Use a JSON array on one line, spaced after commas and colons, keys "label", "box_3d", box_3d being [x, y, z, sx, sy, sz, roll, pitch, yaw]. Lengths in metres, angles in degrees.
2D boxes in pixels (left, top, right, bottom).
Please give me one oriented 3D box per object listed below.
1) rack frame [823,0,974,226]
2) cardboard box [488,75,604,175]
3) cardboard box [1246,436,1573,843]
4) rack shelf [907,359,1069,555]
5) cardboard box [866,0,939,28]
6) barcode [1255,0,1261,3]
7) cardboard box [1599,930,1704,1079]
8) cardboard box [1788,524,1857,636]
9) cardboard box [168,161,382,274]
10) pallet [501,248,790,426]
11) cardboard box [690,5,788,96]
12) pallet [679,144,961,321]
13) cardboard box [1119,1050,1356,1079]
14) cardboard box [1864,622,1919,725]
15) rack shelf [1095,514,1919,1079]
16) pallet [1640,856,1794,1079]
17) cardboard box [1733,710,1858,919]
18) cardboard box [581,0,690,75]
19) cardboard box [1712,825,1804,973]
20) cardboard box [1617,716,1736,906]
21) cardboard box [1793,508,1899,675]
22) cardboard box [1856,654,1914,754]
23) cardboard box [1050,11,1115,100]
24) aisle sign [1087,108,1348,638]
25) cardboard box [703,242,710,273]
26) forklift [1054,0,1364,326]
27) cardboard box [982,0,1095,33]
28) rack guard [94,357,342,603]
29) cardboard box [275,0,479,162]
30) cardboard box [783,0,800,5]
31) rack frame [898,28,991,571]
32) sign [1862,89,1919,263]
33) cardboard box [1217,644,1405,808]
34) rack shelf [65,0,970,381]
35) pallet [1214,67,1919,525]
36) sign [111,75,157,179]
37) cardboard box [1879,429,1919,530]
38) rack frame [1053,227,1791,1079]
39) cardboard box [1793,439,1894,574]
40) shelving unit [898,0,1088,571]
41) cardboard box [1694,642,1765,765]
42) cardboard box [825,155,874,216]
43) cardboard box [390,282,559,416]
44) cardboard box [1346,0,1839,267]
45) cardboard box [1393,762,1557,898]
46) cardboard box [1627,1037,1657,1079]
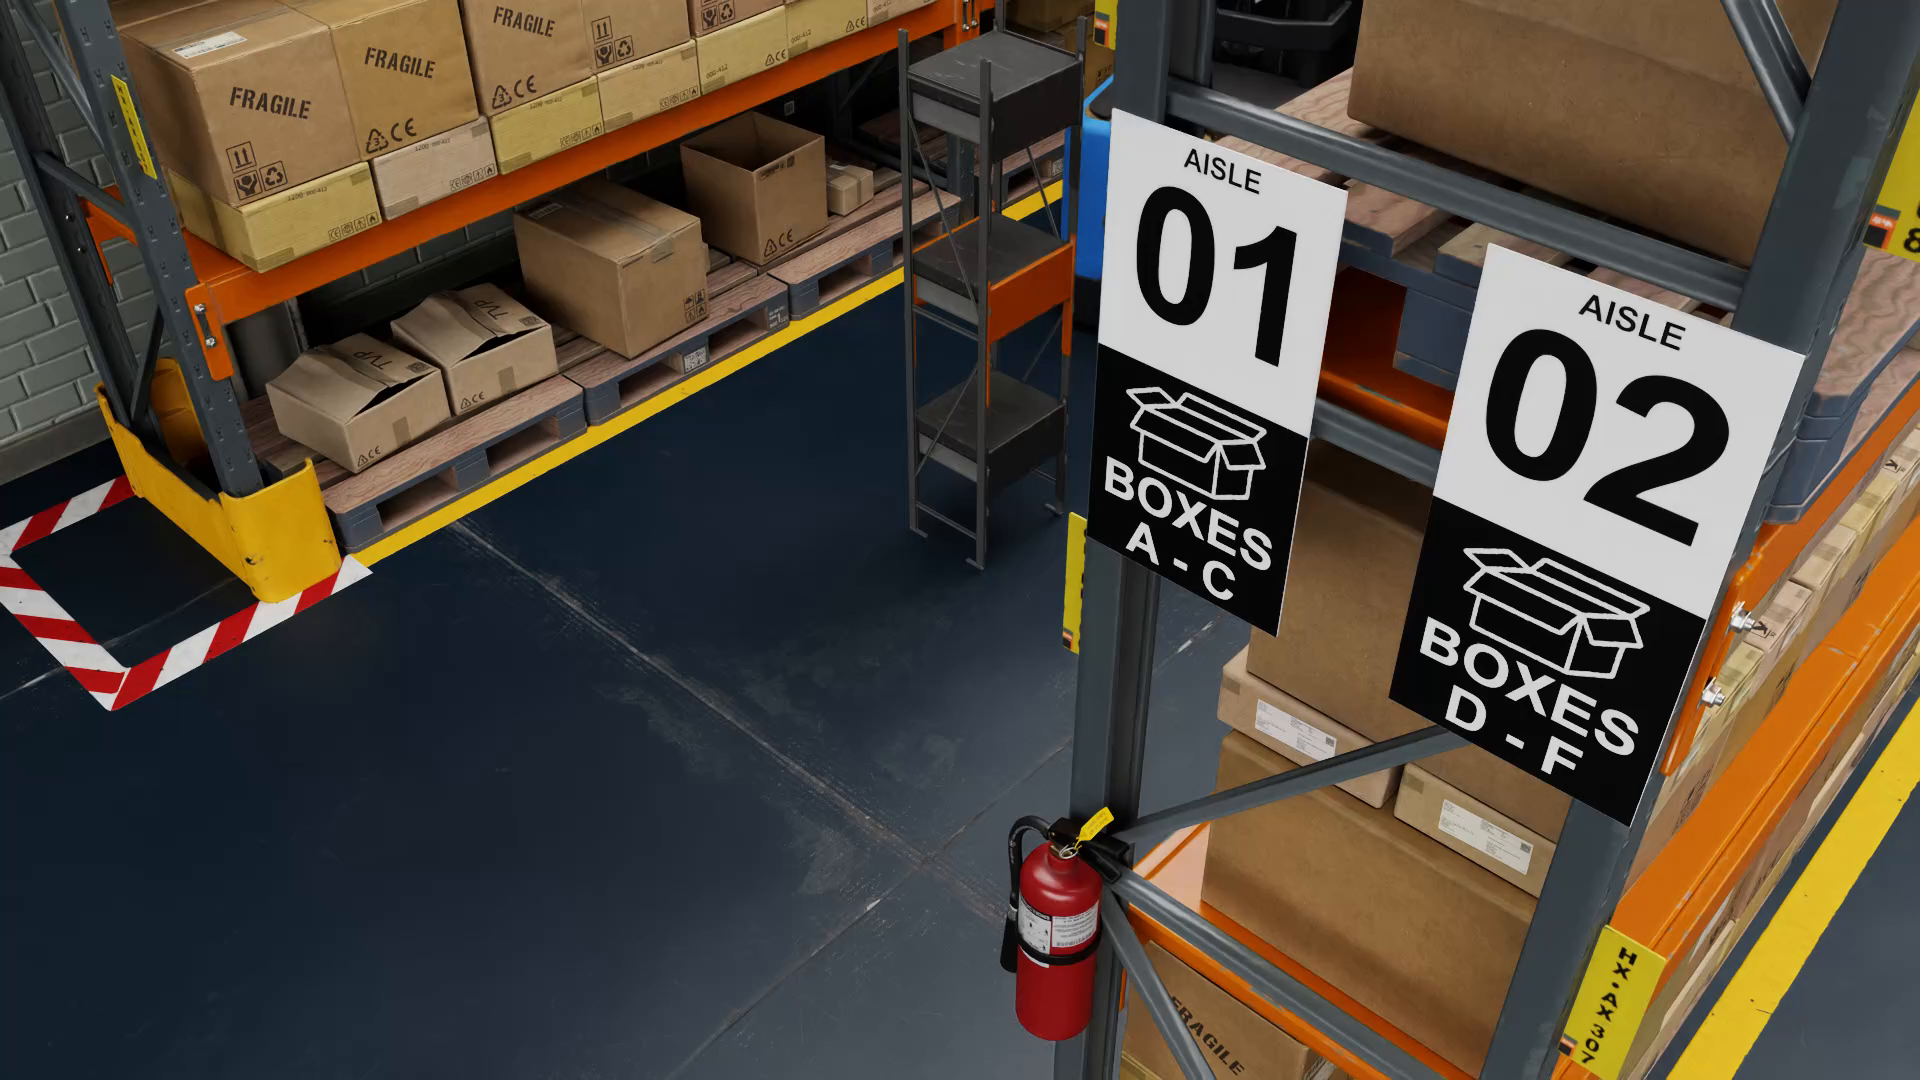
[{"label": "rack frame", "box_3d": [-0.333, -3.039, 8.162, 1.000, 3.000, 0.127, 30, 47, 32]}, {"label": "cardboard box", "box_3d": [-1.780, -1.717, 6.604, 0.500, 0.250, 0.500, 29, 47, 31]}, {"label": "cardboard box", "box_3d": [0.988, 0.097, 3.096, 0.700, 0.500, 0.500, 30, 47, 32]}, {"label": "rack shelf", "box_3d": [0.112, -0.339, 6.636, 0.431, 0.518, 0.480, 30, 47, 32]}, {"label": "cardboard box", "box_3d": [-0.429, -2.643, 7.768, 0.500, 0.250, 0.500, 30, 47, 32]}, {"label": "barcode", "box_3d": [0.475, -0.865, 2.552, 0.001, 0.075, 0.075, 30, 47, 32]}, {"label": "cardboard box", "box_3d": [1.490, 1.112, 4.211, 0.500, 0.500, 0.500, 30, 47, 32]}, {"label": "cardboard box", "box_3d": [1.747, 0.019, 3.714, 0.380, 0.149, 0.250, 28, 46, 31]}, {"label": "cardboard box", "box_3d": [-2.468, -1.241, 6.005, 0.500, 0.250, 0.500, 28, 46, 31]}, {"label": "pallet", "box_3d": [-1.583, -1.061, 7.915, 1.003, 0.211, 1.213, 30, 47, 32]}, {"label": "cardboard box", "box_3d": [-1.099, -2.180, 7.186, 0.500, 0.250, 0.500, 29, 47, 32]}, {"label": "pallet", "box_3d": [-0.760, -1.624, 8.623, 1.003, 0.211, 1.213, 30, 47, 32]}, {"label": "cardboard box", "box_3d": [0.771, 1.418, 4.428, 0.500, 0.250, 0.500, 30, 47, 32]}, {"label": "cardboard box", "box_3d": [2.829, 0.187, 5.374, 0.500, 0.500, 0.500, 30, 47, 32]}, {"label": "rack shelf", "box_3d": [1.977, 0.240, 4.616, 1.077, 0.370, 4.000, 30, 47, 32]}, {"label": "pallet", "box_3d": [1.936, 1.042, 5.270, 1.003, 0.211, 1.213, 30, 47, 32]}, {"label": "cardboard box", "box_3d": [2.168, 0.654, 4.786, 0.500, 0.500, 0.500, 30, 47, 32]}, {"label": "cardboard box", "box_3d": [-1.454, -2.237, 6.655, 0.500, 0.500, 0.500, 31, 48, 33]}, {"label": "cardboard box", "box_3d": [2.167, 0.948, 5.020, 0.500, 0.250, 0.500, 30, 47, 32]}, {"label": "cardboard box", "box_3d": [1.303, 0.386, 3.775, 0.700, 0.500, 0.500, 31, 48, 33]}, {"label": "cardboard box", "box_3d": [1.995, -0.084, 4.365, 0.700, 0.500, 0.500, 31, 48, 33]}, {"label": "cardboard box", "box_3d": [2.830, 0.482, 5.606, 0.500, 0.250, 0.500, 30, 47, 32]}, {"label": "cardboard box", "box_3d": [0.463, -2.836, 9.562, 0.700, 0.500, 0.500, 29, 47, 31]}, {"label": "aisle sign", "box_3d": [0.367, -0.234, 2.545, 0.394, 0.787, 0.004, 30, 47, 32]}, {"label": "cardboard box", "box_3d": [-1.426, -1.369, 7.998, 0.380, 0.149, 0.250, 26, 45, 29]}, {"label": "forklift", "box_3d": [1.577, -2.872, 8.007, 1.130, 2.935, 3.031, 18, 42, 21]}, {"label": "cardboard box", "box_3d": [0.446, -3.075, 9.260, 0.500, 0.250, 0.500, 29, 47, 31]}, {"label": "rack guard", "box_3d": [-2.980, -0.258, 6.672, 1.175, 0.500, 0.348, 30, 47, 32]}, {"label": "cardboard box", "box_3d": [-2.147, -1.760, 6.055, 0.500, 0.500, 0.500, 30, 47, 32]}, {"label": "cardboard box", "box_3d": [-0.756, -2.703, 7.241, 0.500, 0.500, 0.500, 29, 47, 32]}, {"label": "rack frame", "box_3d": [-0.053, -0.786, 6.051, 0.400, 2.100, 0.015, 30, 47, 32]}, {"label": "sign", "box_3d": [1.033, -0.434, 1.710, 0.100, 0.325, 0.005, 30, 47, 32]}, {"label": "cardboard box", "box_3d": [0.745, 0.328, 3.325, 0.380, 0.149, 0.250, 29, 47, 31]}, {"label": "rack shelf", "box_3d": [-1.682, -1.838, 7.230, 1.077, 0.370, 4.000, 30, 47, 32]}, {"label": "pallet", "box_3d": [1.124, -0.576, 2.726, 1.003, 0.211, 1.213, 30, 47, 32]}, {"label": "sign", "box_3d": [-2.631, -1.312, 5.295, 0.100, 0.325, 0.005, 30, 47, 32]}, {"label": "cardboard box", "box_3d": [2.089, -0.212, 4.005, 0.380, 0.149, 0.250, 30, 47, 32]}, {"label": "rack frame", "box_3d": [0.628, 0.877, 3.237, 1.000, 3.000, 0.127, 30, 47, 32]}, {"label": "cardboard box", "box_3d": [1.678, -0.379, 3.694, 0.700, 0.500, 0.500, 30, 47, 32]}, {"label": "shelving unit", "box_3d": [0.112, -0.898, 6.192, 0.431, 2.100, 0.503, 30, 47, 32]}, {"label": "cardboard box", "box_3d": [1.397, 0.258, 3.414, 0.380, 0.149, 0.250, 30, 47, 32]}, {"label": "cardboard box", "box_3d": [-0.671, -1.844, 8.582, 0.380, 0.166, 0.250, 23, 44, 27]}, {"label": "cardboard box", "box_3d": [-2.113, -0.863, 7.232, 0.500, 0.311, 0.500, -30, 47, -32]}, {"label": "cardboard box", "box_3d": [1.019, -0.819, 2.427, 0.637, 0.503, 0.797, -31, 48, -33]}, {"label": "cardboard box", "box_3d": [1.051, 0.494, 3.117, 0.380, 0.149, 0.250, 29, 47, 32]}, {"label": "cardboard box", "box_3d": [1.488, 1.405, 4.445, 0.500, 0.250, 0.500, 30, 47, 32]}]
